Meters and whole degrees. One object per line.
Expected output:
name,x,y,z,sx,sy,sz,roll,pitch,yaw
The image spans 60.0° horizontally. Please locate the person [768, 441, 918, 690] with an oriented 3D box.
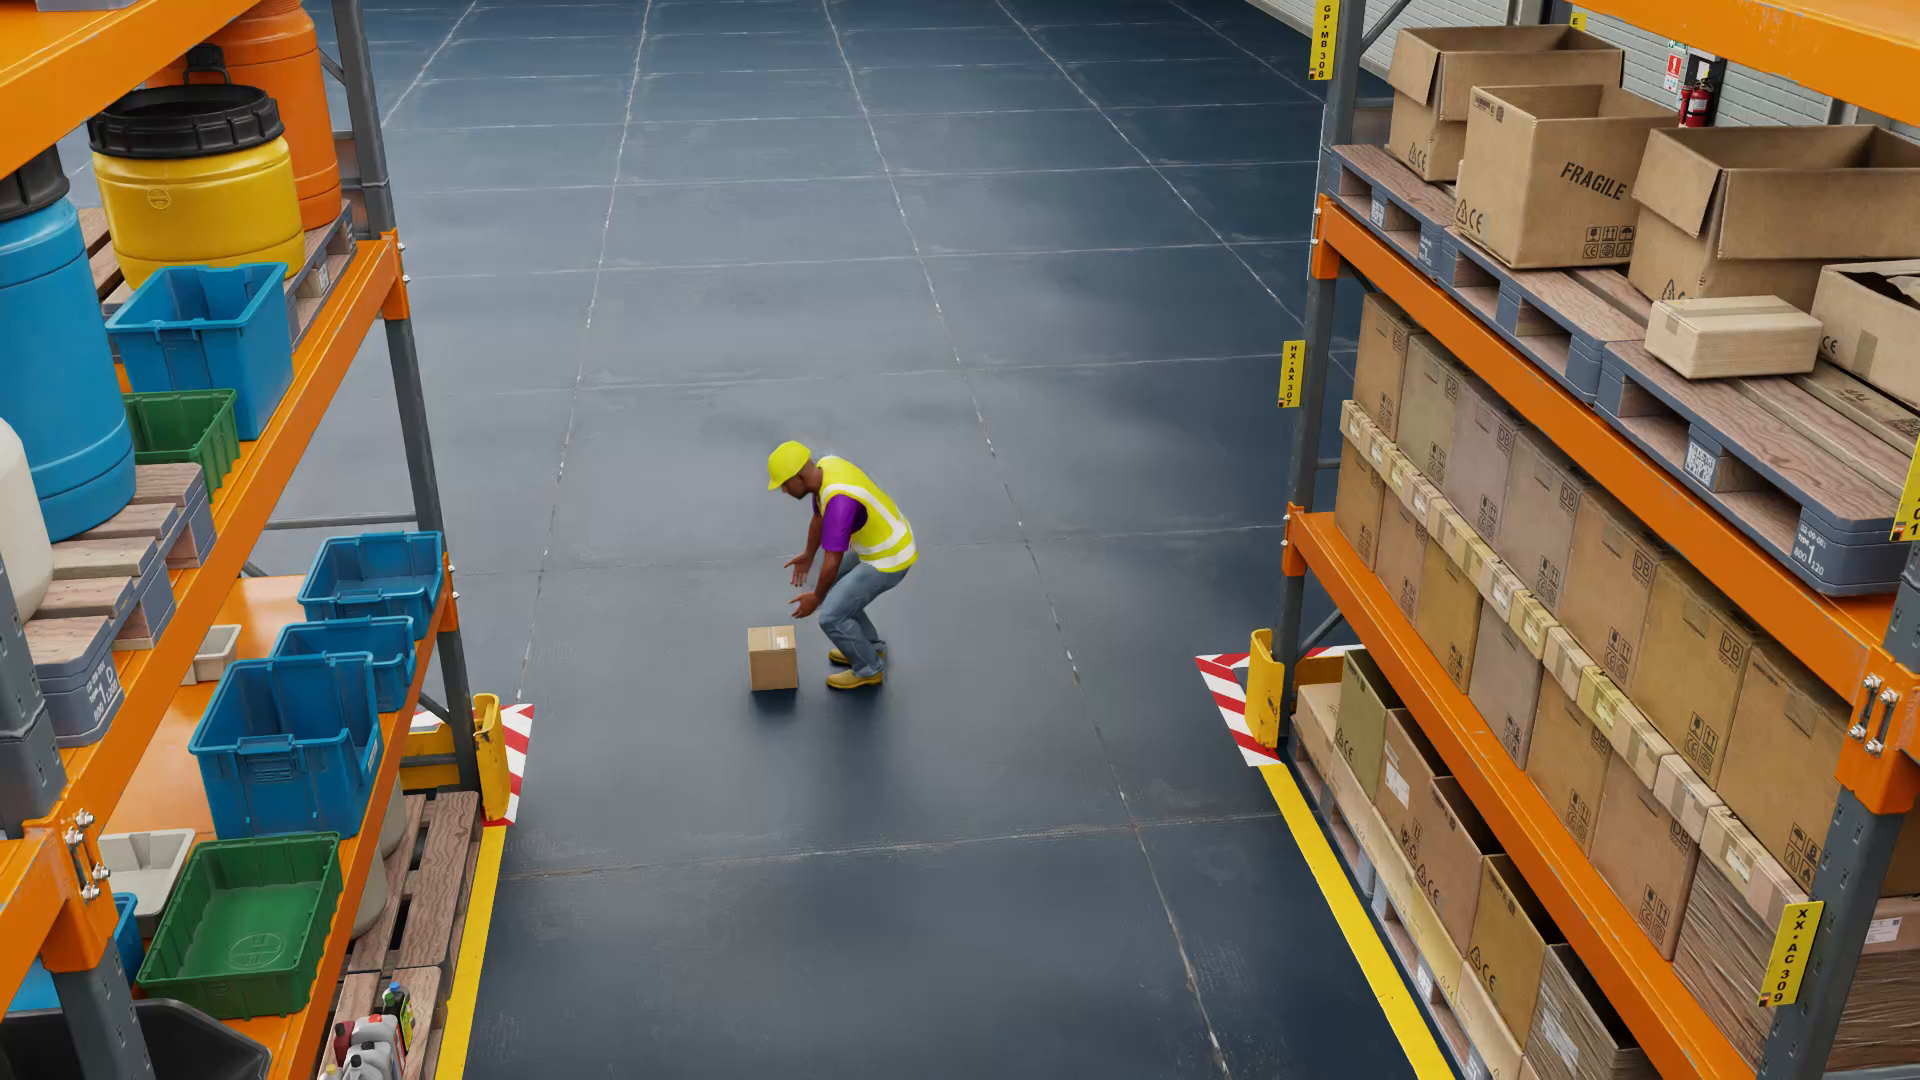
person,-0.604,0.116,8.768,0.763,1.399,0.631,-4,27,-7
